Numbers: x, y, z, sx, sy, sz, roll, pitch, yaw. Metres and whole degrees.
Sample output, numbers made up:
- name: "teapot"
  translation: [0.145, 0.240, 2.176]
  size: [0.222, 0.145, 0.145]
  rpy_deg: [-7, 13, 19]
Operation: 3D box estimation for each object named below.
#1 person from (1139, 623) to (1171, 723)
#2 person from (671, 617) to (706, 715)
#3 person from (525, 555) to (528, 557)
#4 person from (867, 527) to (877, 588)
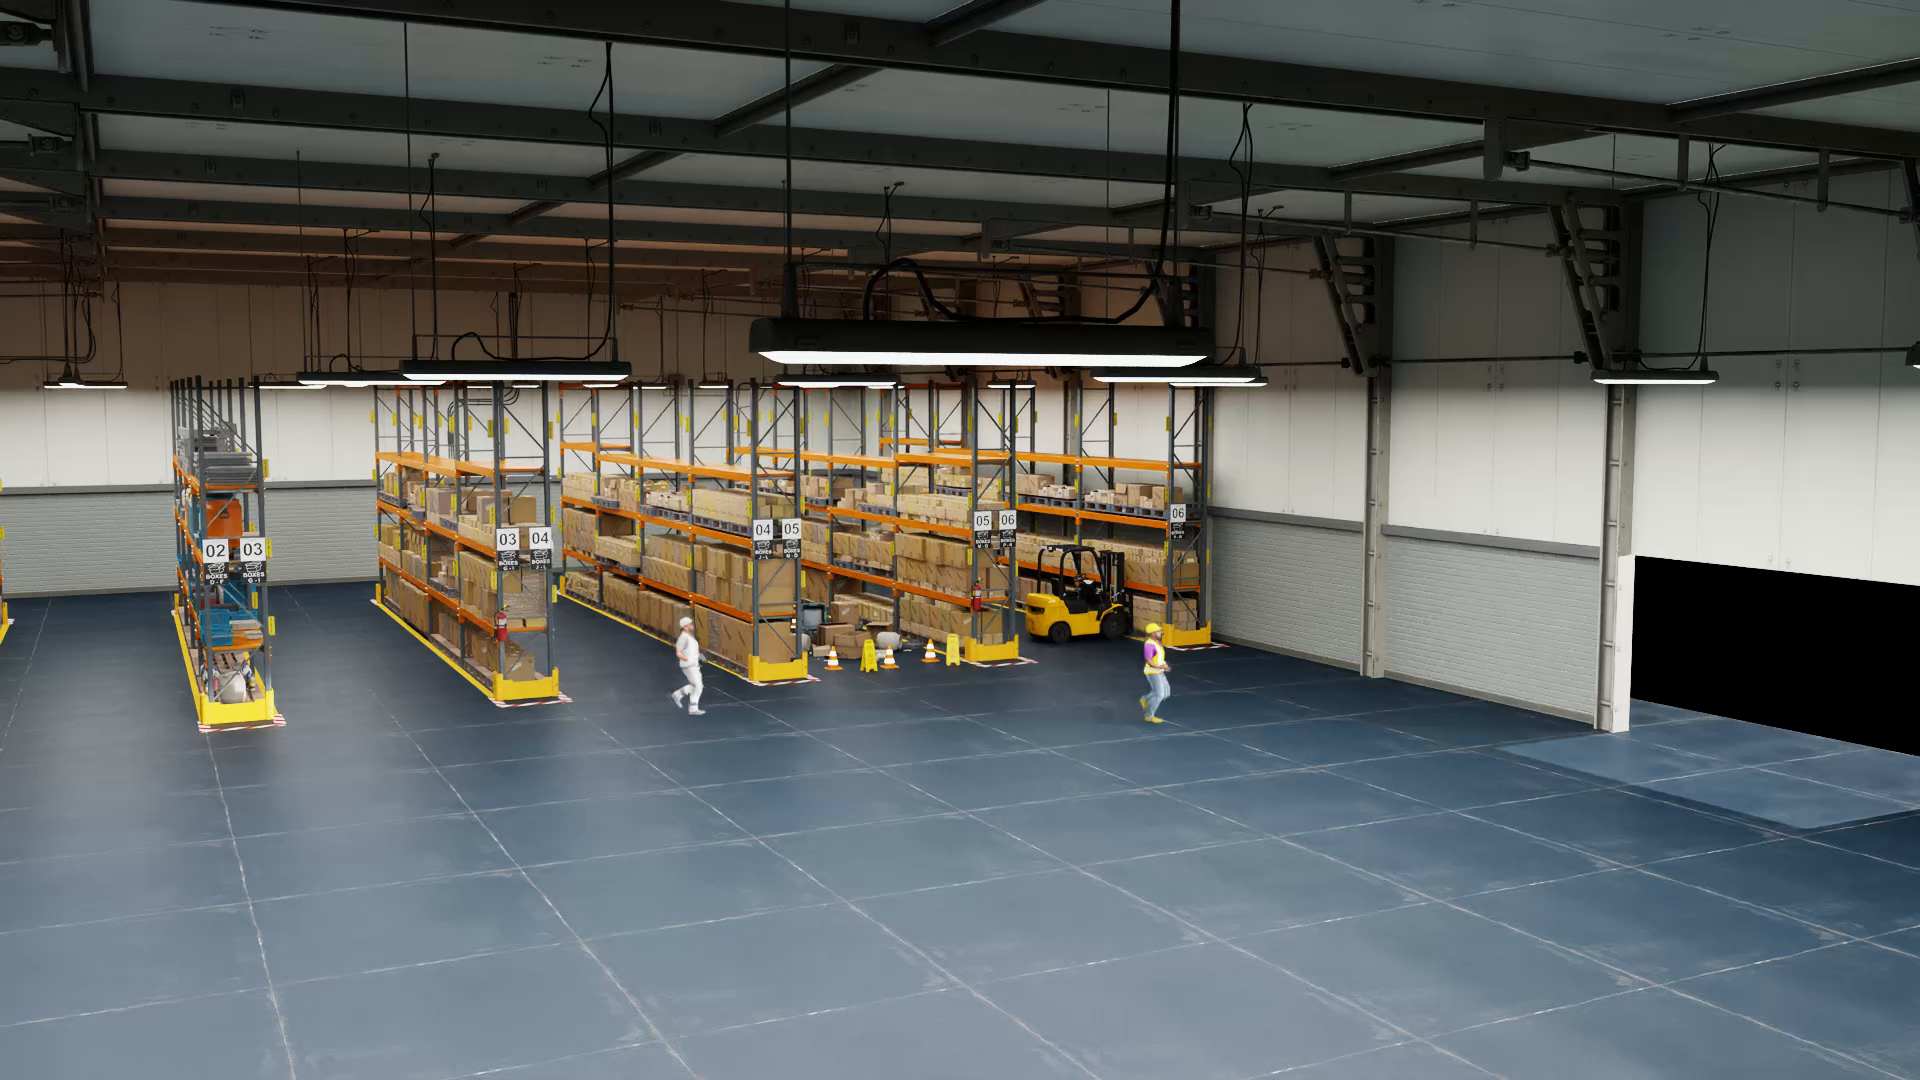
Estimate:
- name: "person"
  translation: [3.387, 2.302, 28.854]
  size: [0.582, 1.723, 0.700]
  rpy_deg: [1, 5, 16]
- name: "person"
  translation: [-4.824, 2.233, 29.479]
  size: [0.619, 1.736, 0.657]
  rpy_deg: [1, 5, 7]
- name: "person"
  translation: [-12.658, 0.672, 47.375]
  size: [0.814, 1.728, 0.886]
  rpy_deg: [4, 7, 39]
- name: "person"
  translation: [-2.444, 0.480, 46.355]
  size: [0.584, 1.677, 0.657]
  rpy_deg: [-3, 6, -31]
